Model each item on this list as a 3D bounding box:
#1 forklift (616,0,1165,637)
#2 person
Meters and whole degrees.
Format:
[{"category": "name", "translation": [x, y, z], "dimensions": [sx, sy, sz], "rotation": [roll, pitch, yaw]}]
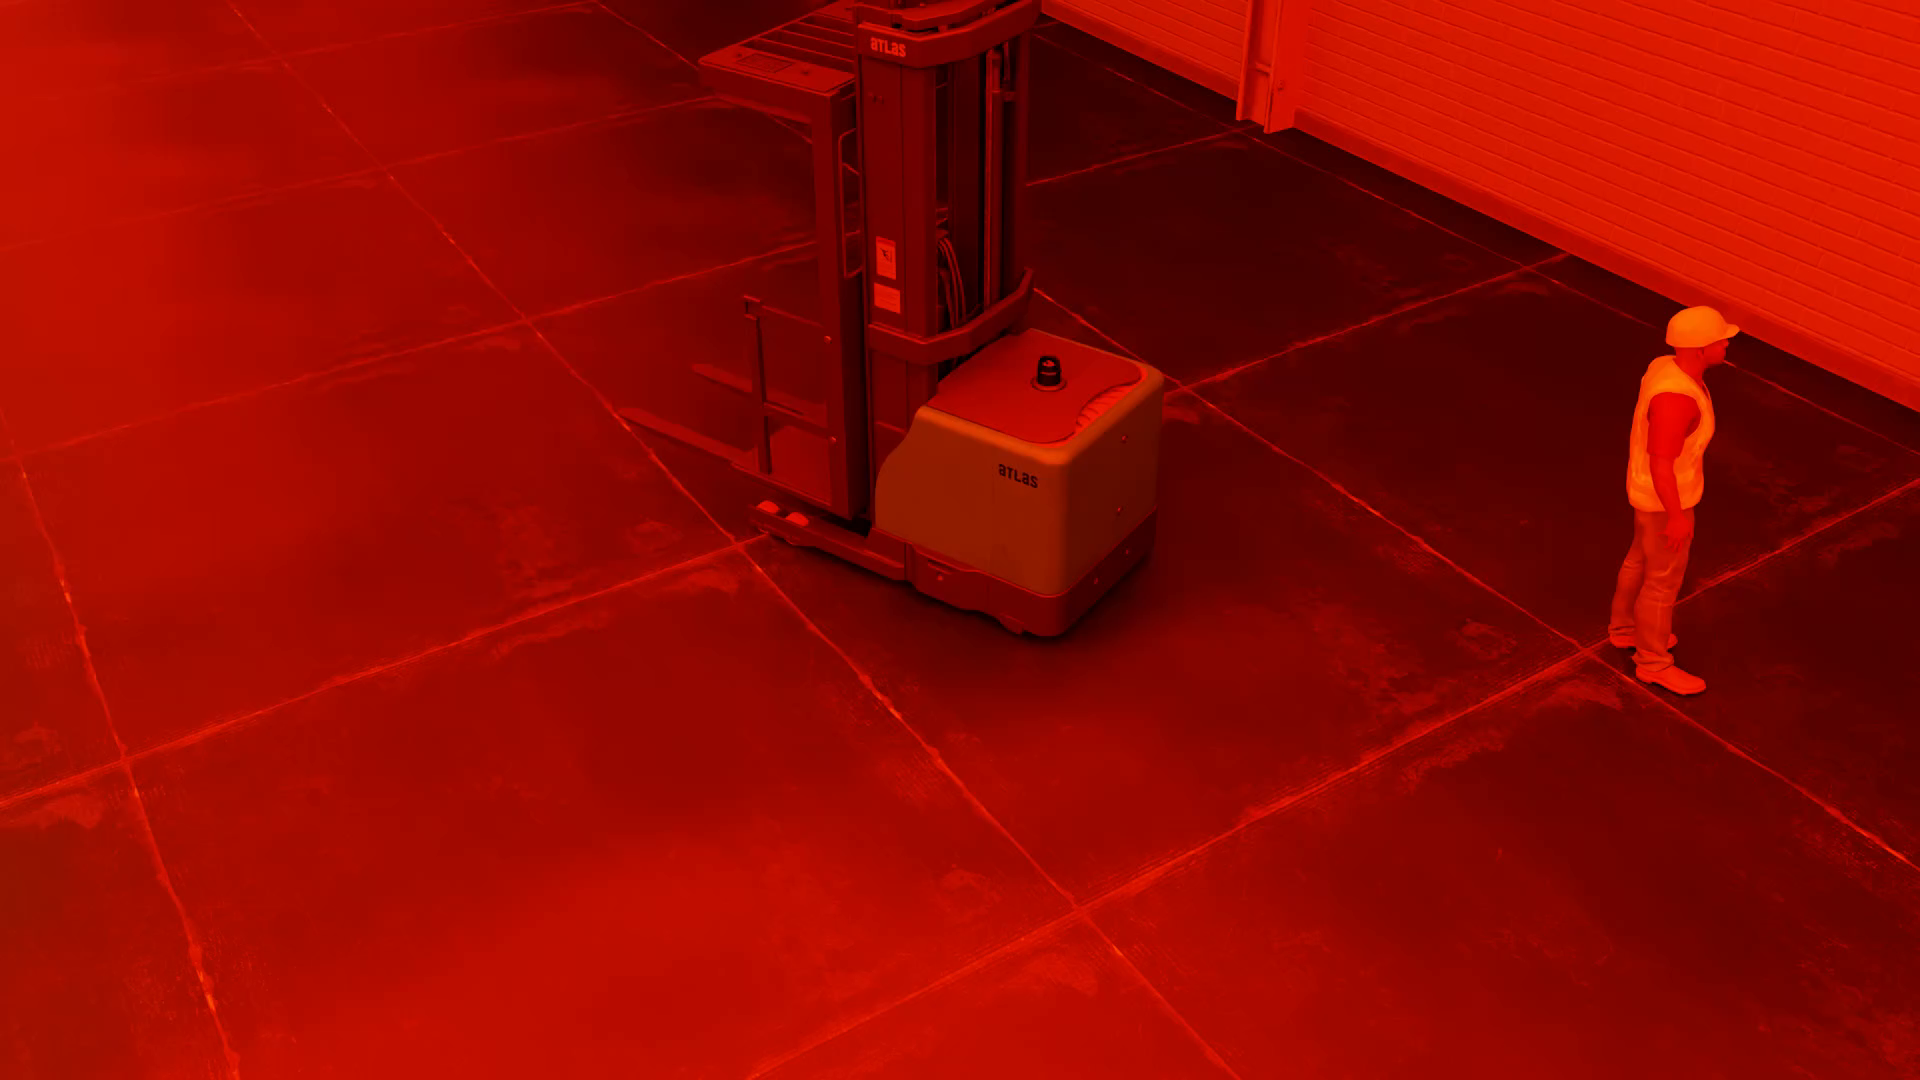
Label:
[{"category": "forklift", "translation": [-0.500, -1.399, 8.138], "dimensions": [3.031, 2.935, 1.130], "rotation": [22, 41, 28]}, {"category": "person", "translation": [3.237, -0.209, 7.447], "dimensions": [0.577, 1.765, 0.666], "rotation": [10, 36, 14]}]
